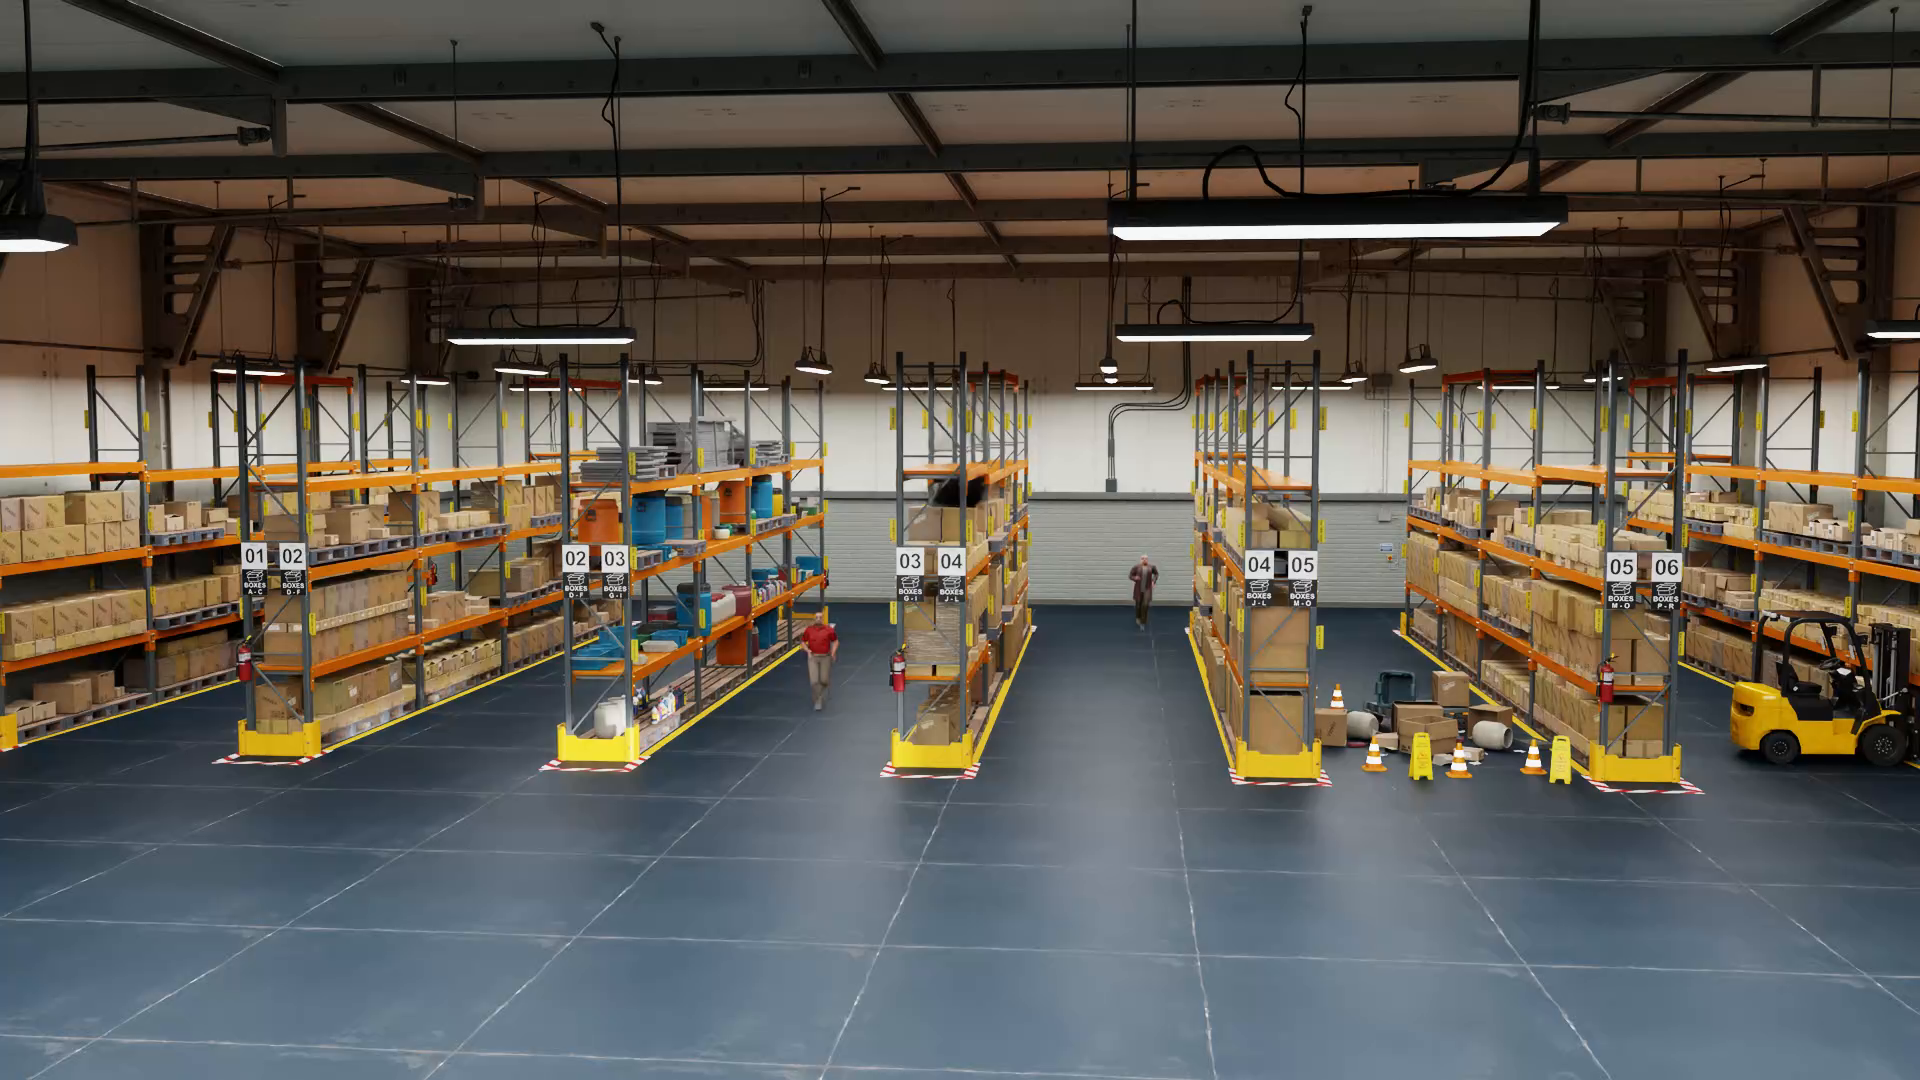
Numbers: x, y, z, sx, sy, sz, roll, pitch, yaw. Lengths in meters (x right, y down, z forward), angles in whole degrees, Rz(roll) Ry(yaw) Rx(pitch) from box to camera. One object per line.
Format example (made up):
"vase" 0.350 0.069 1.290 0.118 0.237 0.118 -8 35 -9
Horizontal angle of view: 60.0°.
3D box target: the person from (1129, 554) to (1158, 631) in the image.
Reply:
"person" 4.435 1.252 40.219 0.715 1.819 1.010 1 4 7

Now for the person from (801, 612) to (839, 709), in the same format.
"person" -2.468 2.102 29.160 0.665 1.688 0.578 0 4 -1
